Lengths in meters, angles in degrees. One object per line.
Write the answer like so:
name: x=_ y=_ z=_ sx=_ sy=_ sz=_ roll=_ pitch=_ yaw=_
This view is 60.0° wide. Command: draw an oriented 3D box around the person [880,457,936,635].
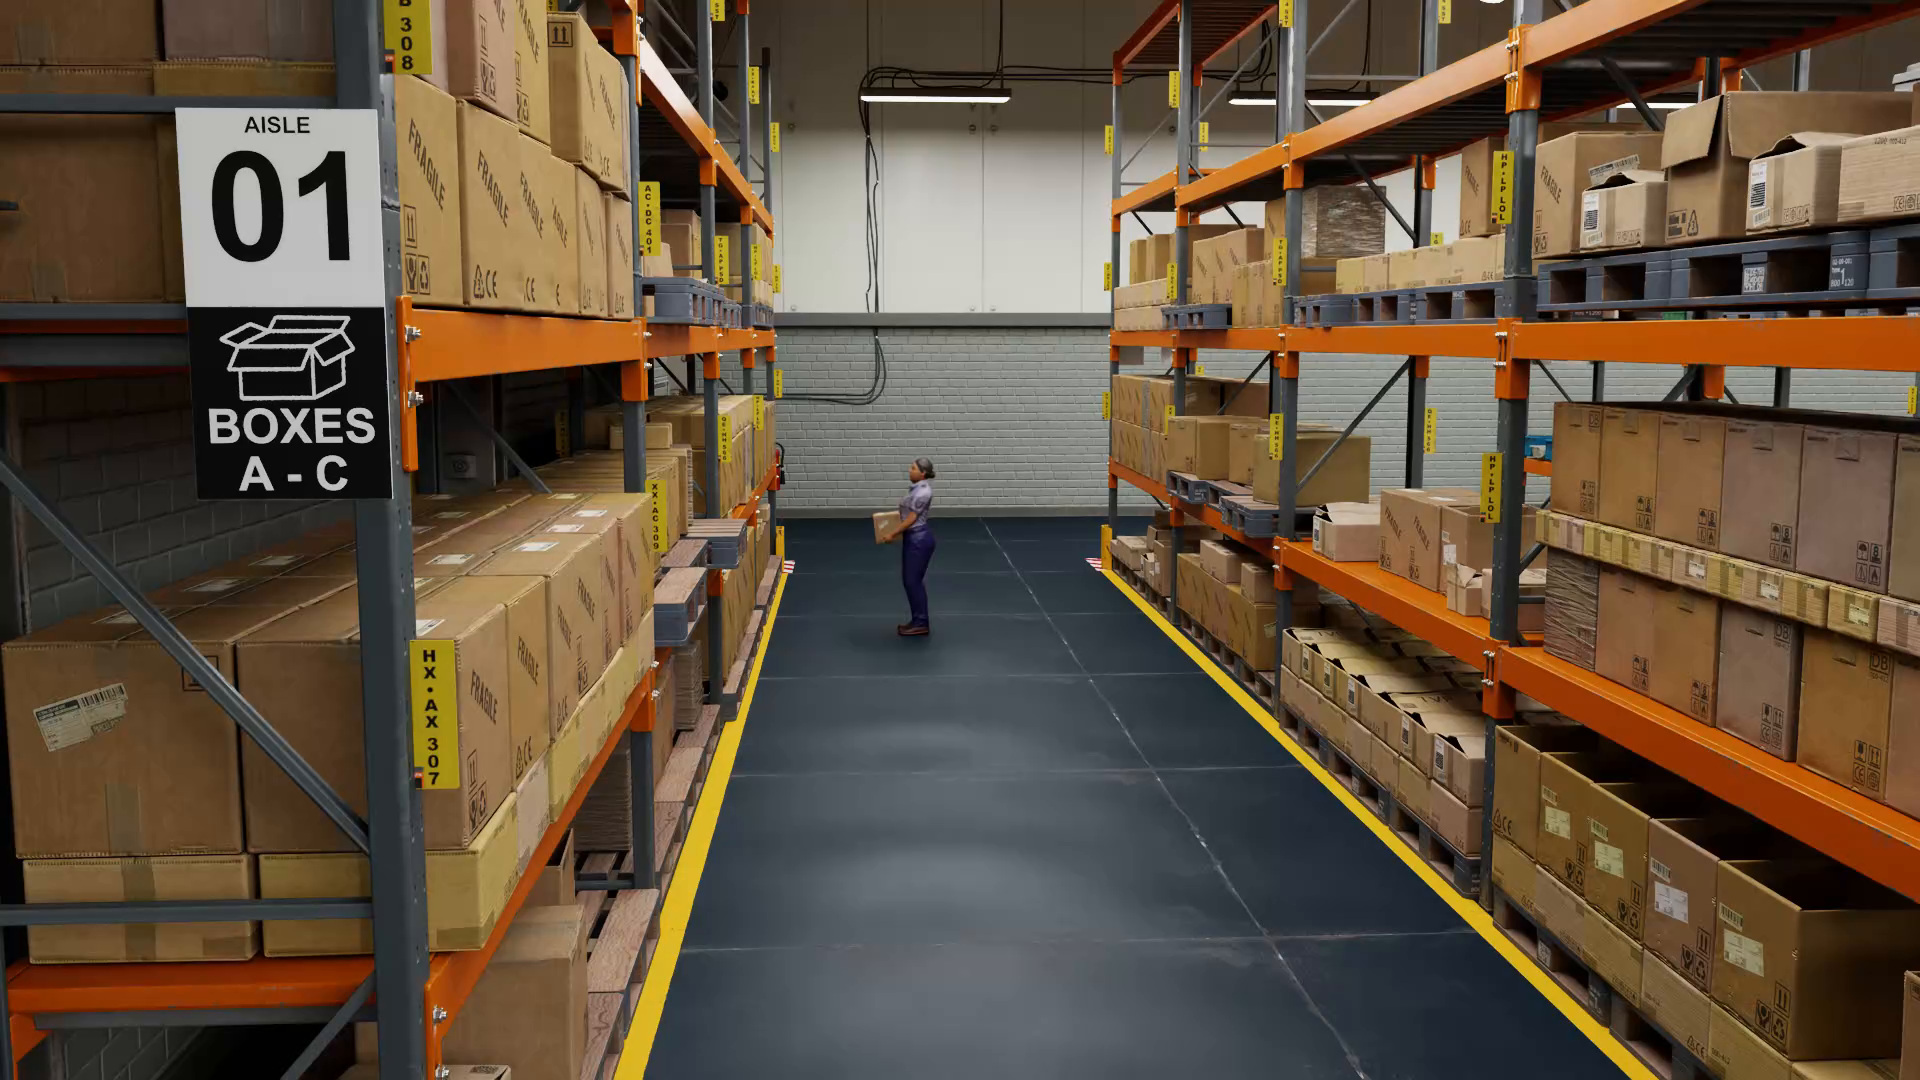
person: x=-0.482 y=0.050 z=15.452 sx=0.517 sy=1.637 sz=0.453 roll=0 pitch=7 yaw=-3
